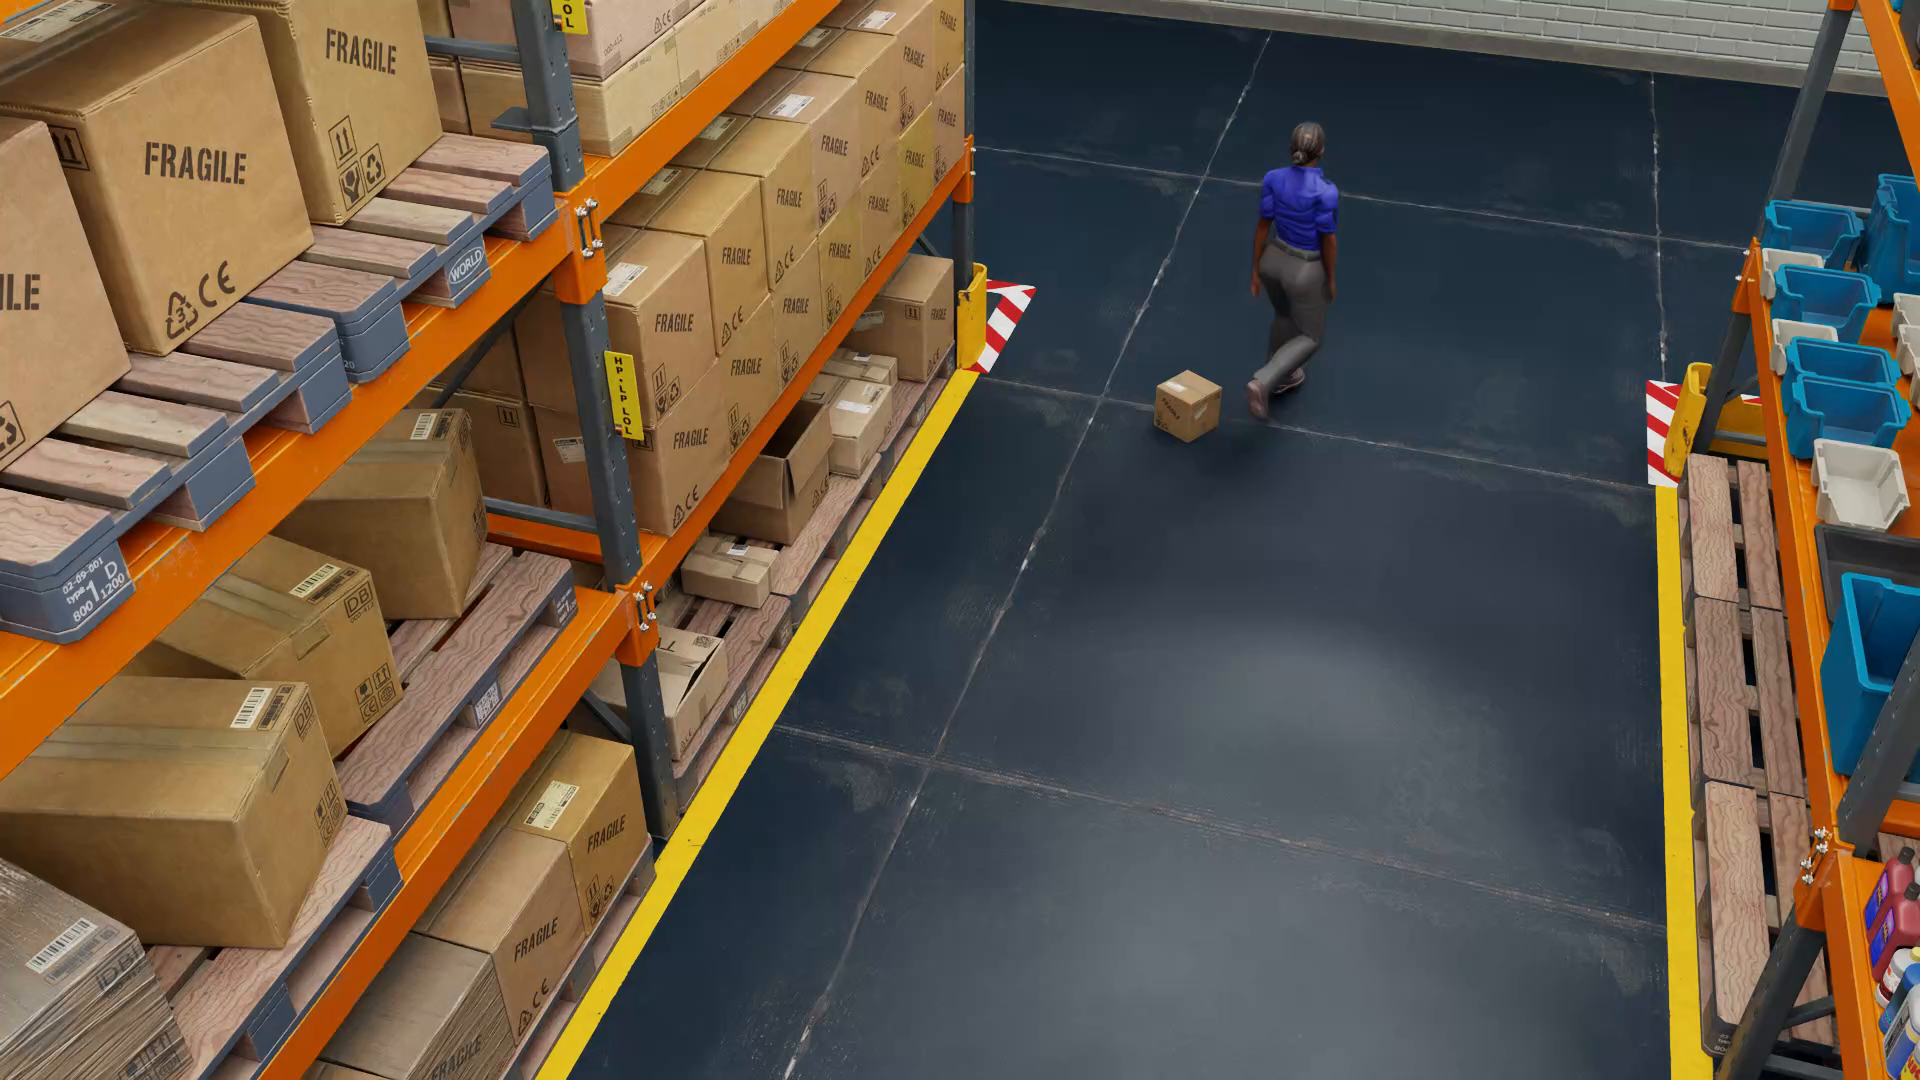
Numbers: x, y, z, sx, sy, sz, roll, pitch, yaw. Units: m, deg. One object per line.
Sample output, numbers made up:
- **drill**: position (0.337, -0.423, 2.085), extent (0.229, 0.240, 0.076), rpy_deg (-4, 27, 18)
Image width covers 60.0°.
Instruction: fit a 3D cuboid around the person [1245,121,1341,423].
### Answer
- **person**: position (1.719, -1.397, 8.704), extent (0.736, 1.628, 0.444), rpy_deg (-30, 47, -34)
